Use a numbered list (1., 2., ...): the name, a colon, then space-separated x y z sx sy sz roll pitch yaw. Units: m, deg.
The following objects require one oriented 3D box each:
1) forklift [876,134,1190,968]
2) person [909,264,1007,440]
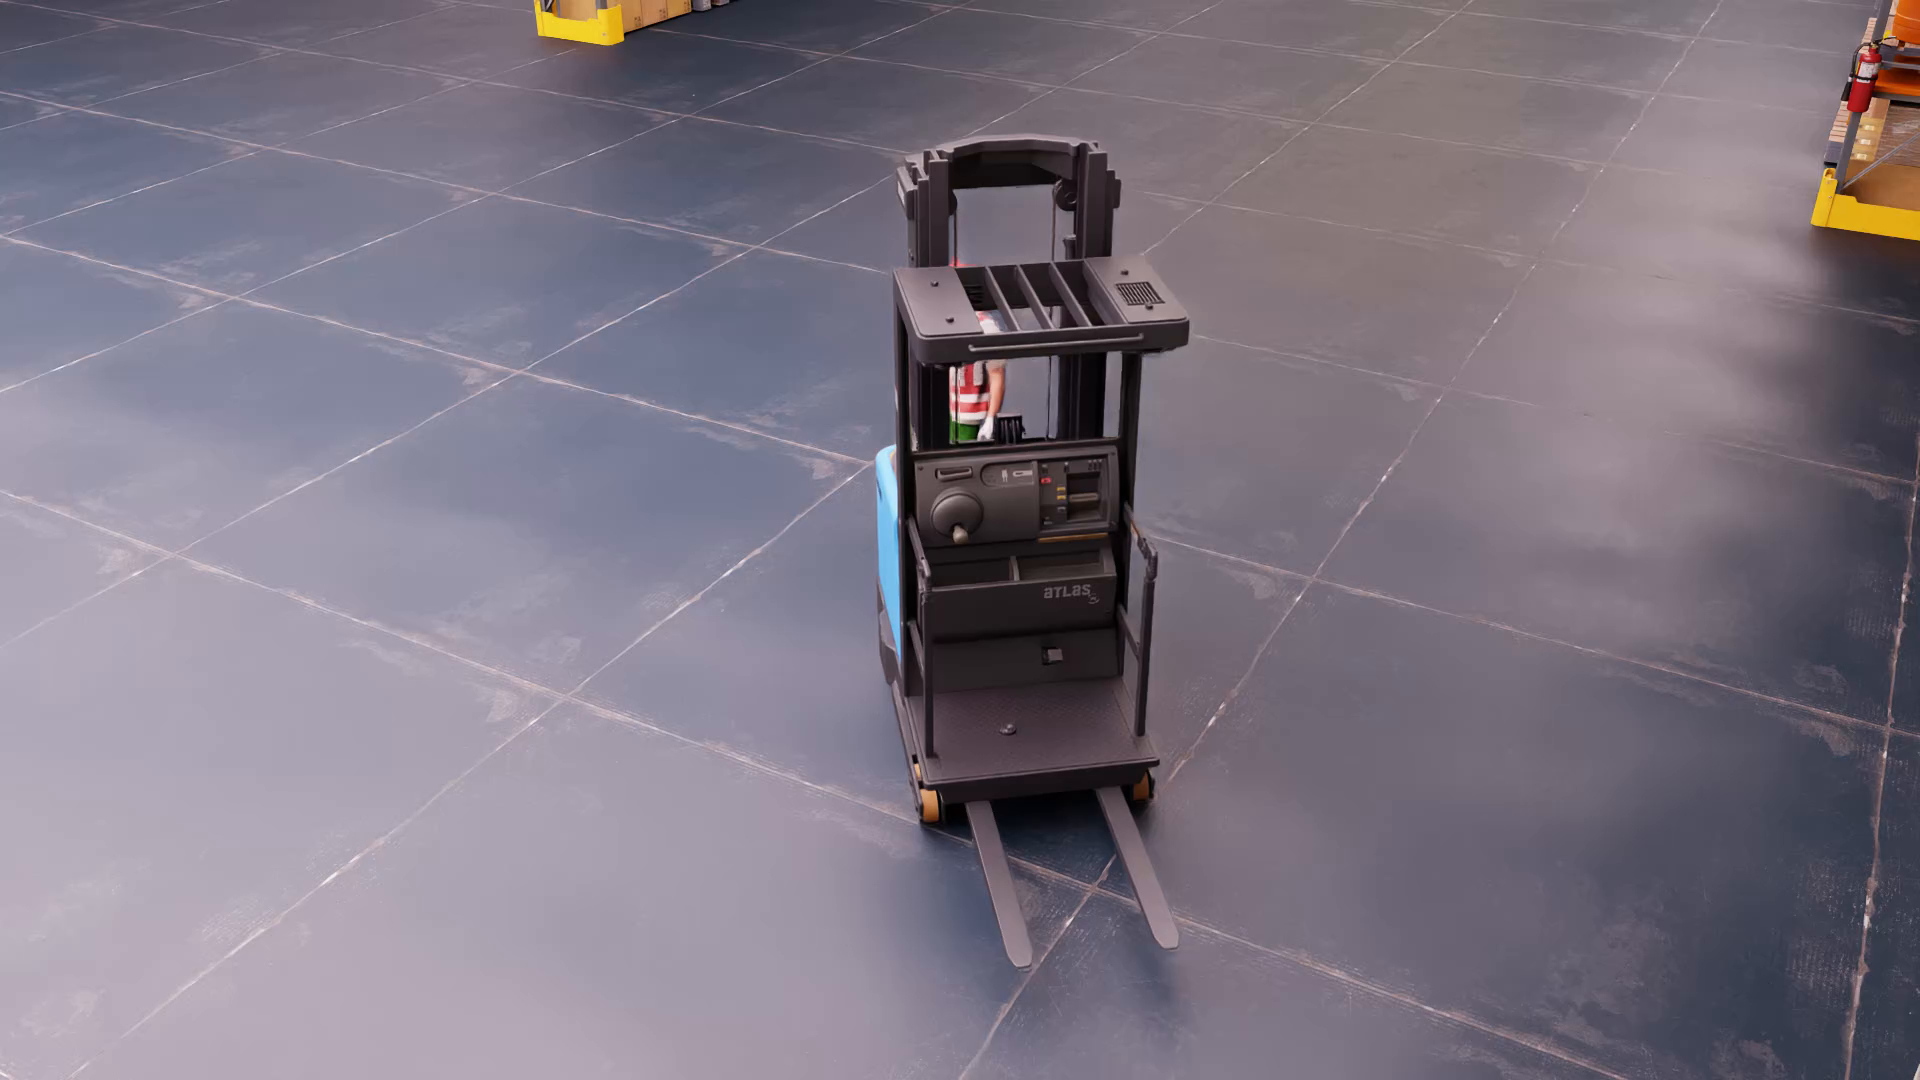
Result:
1. forklift: 0.300 -0.150 7.331 1.130 2.935 3.031 -5 30 -8
2. person: -0.084 -0.690 9.446 0.686 1.772 0.557 18 34 28
